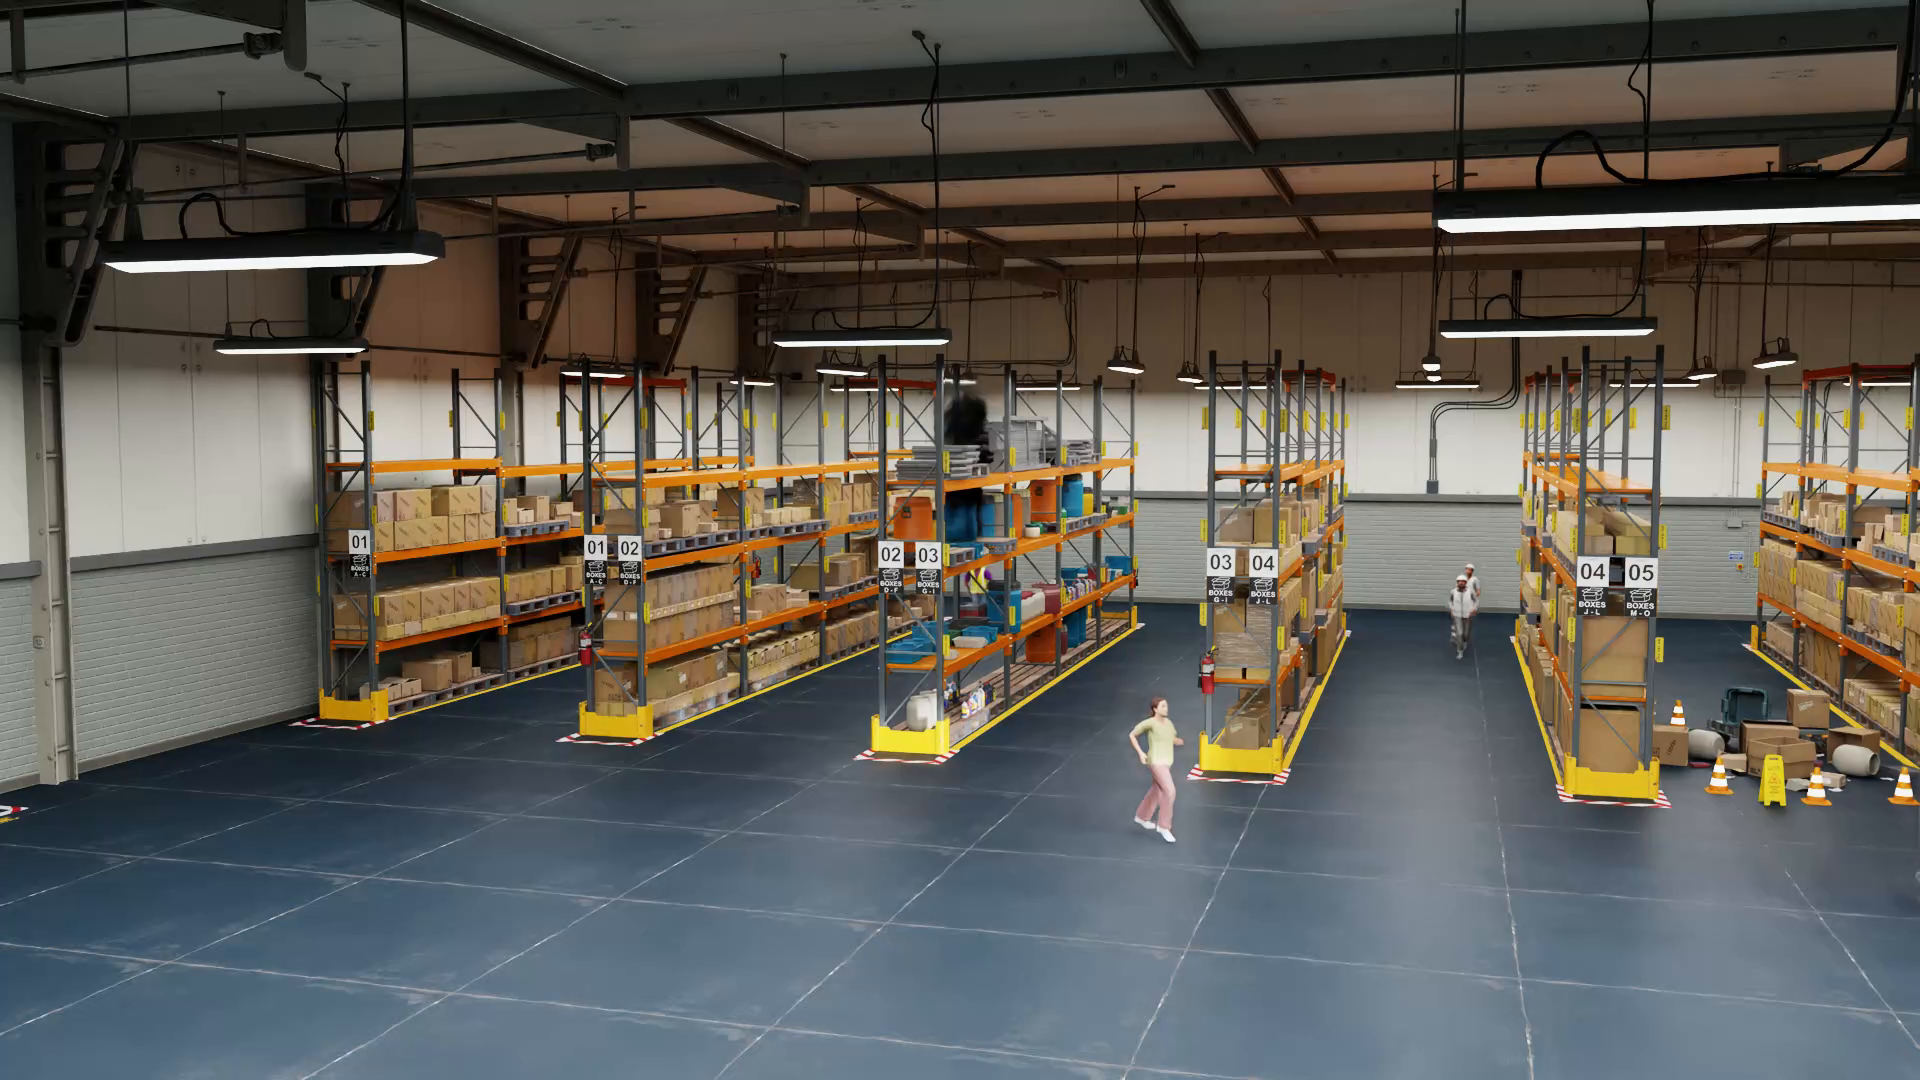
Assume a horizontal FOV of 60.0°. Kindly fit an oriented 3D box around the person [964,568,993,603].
[{"bbox_3d":[0.435,1.284,40.126,0.705,1.727,0.651,1,4,9],"label":"person"}]

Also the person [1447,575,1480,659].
[{"bbox_3d":[10.679,1.618,35.275,0.667,1.776,0.711,2,4,21],"label":"person"}]

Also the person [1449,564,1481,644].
[{"bbox_3d":[11.387,1.364,37.514,0.698,1.660,0.927,3,5,34],"label":"person"}]

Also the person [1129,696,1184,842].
[{"bbox_3d":[2.383,2.736,20.022,0.737,1.725,0.544,4,5,42],"label":"person"}]
